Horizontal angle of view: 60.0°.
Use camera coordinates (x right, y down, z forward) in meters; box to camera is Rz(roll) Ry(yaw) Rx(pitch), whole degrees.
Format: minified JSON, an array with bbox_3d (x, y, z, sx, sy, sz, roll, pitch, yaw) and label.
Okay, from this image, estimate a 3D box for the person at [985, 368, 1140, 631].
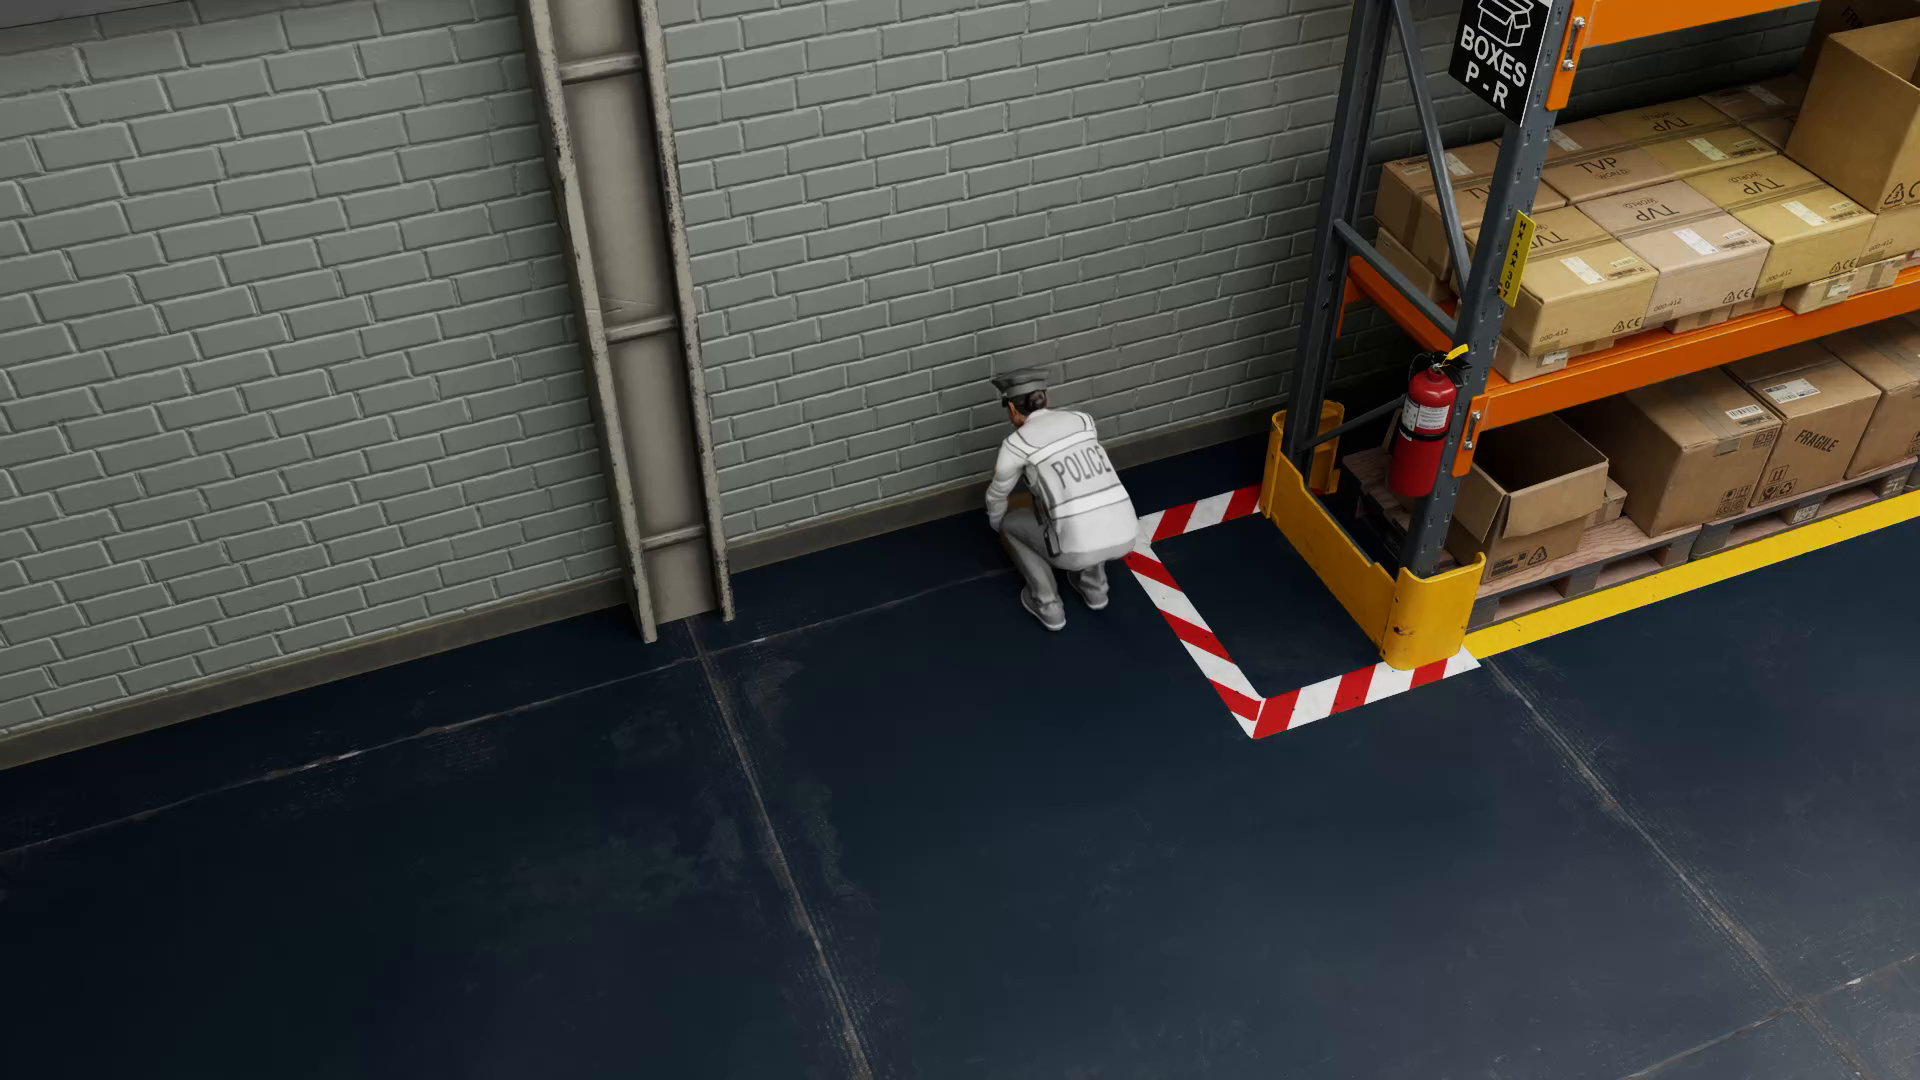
[{"bbox_3d":[0.390,-0.160,6.833,0.495,1.008,0.840,-16,44,-17],"label":"person"}]
